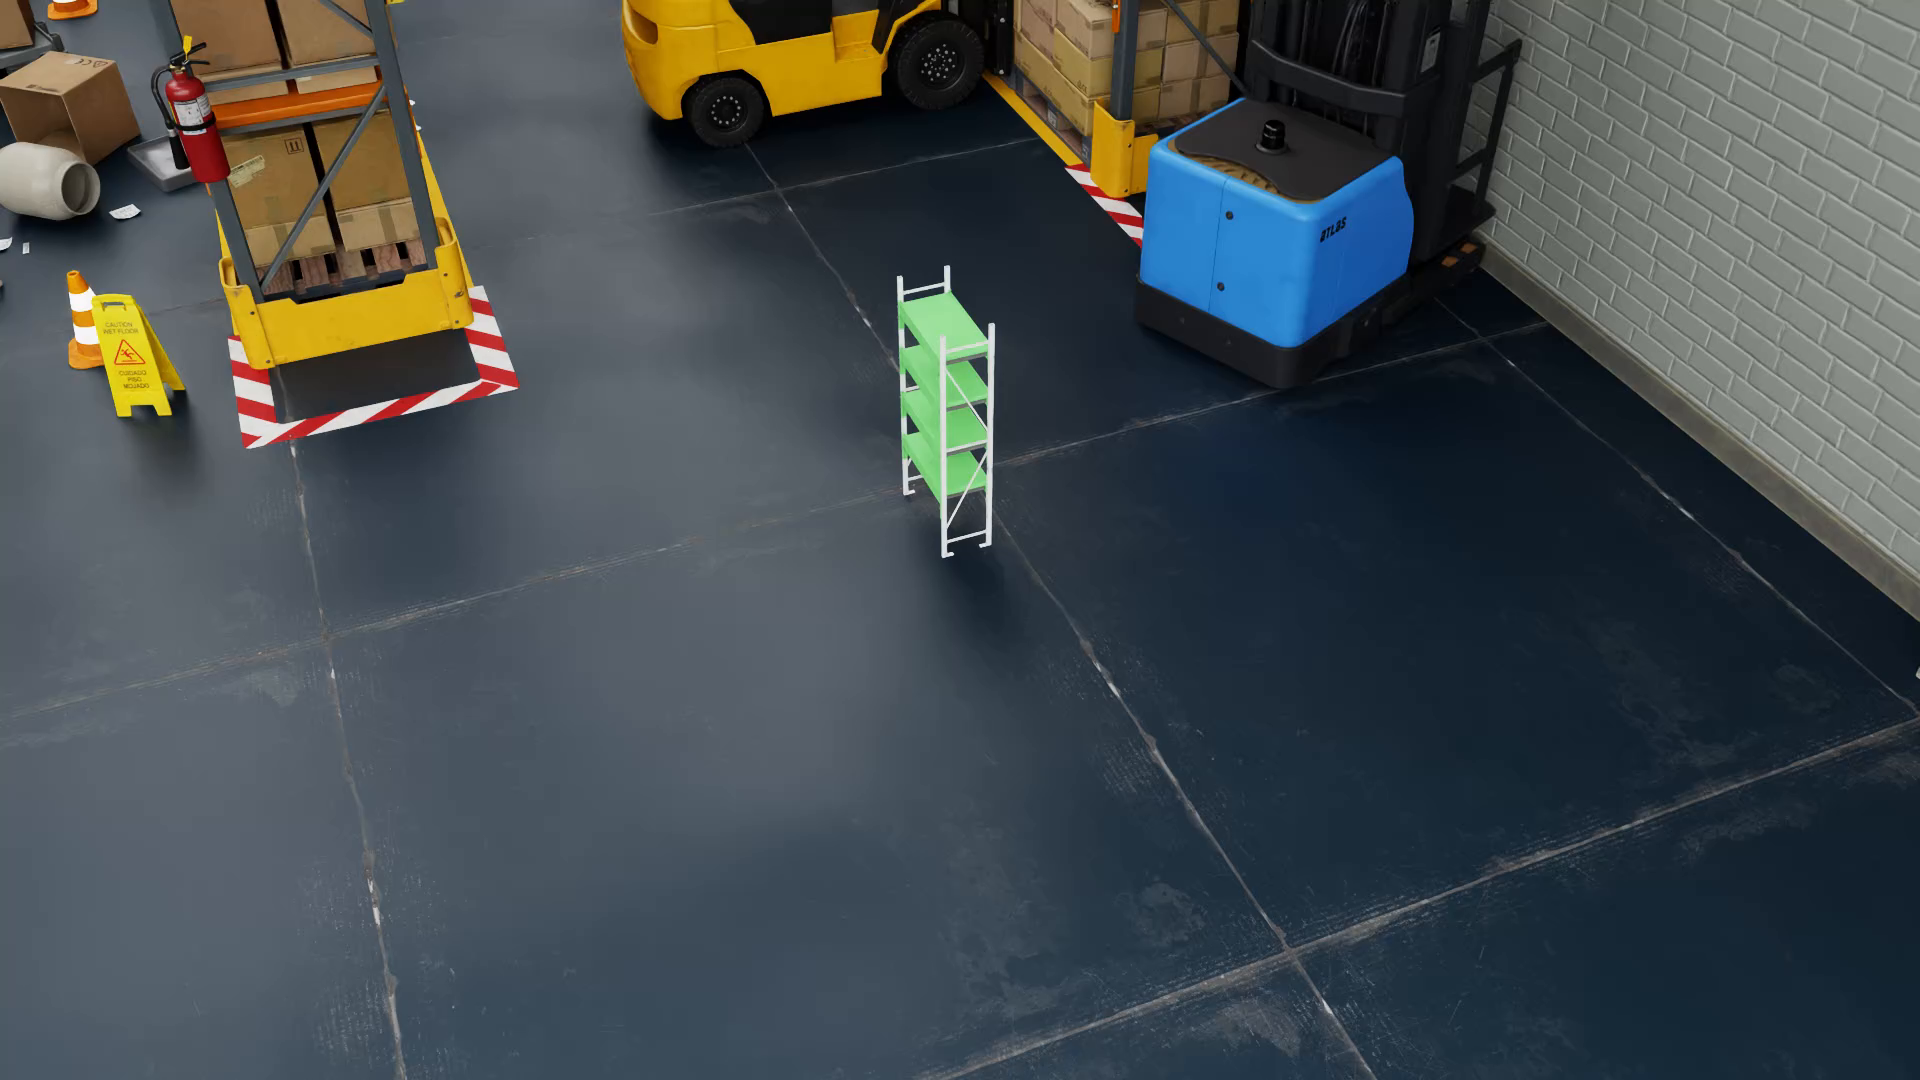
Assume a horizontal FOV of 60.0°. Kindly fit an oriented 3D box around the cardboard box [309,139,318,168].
[{"bbox_3d":[-4.158,-2.384,9.927,0.500,0.250,0.500,-17,43,-18],"label":"cardboard box"}]

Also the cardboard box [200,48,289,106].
[{"bbox_3d":[-3.545,-2.296,8.231,0.380,0.149,0.250,-14,43,-15],"label":"cardboard box"}]

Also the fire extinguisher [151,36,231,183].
[{"bbox_3d":[-3.586,-2.006,7.760,0.296,0.674,0.183,-15,43,-17],"label":"fire extinguisher"}]

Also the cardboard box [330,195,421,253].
[{"bbox_3d":[-3.257,-1.891,9.354,0.500,0.250,0.500,-15,43,-17],"label":"cardboard box"}]

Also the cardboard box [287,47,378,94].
[{"bbox_3d":[-3.143,-2.381,8.329,0.380,0.149,0.250,-15,43,-17],"label":"cardboard box"}]

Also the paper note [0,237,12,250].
[{"bbox_3d":[-5.591,-1.711,9.644,0.148,0.019,0.142,-2,41,-2],"label":"paper note"}]

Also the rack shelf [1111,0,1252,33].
[{"bbox_3d":[0.615,-4.392,11.027,1.077,0.370,4.000,-15,43,-17],"label":"rack shelf"}]

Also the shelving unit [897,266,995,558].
[{"bbox_3d":[-0.063,-0.555,7.393,0.258,1.200,0.503,-15,43,-17],"label":"shelving unit"}]

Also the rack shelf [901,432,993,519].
[{"bbox_3d":[-0.063,-0.324,7.592,0.258,0.148,0.480,-15,43,-17],"label":"rack shelf"}]

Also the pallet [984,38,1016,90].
[{"bbox_3d":[0.586,-3.587,11.678,1.003,0.211,1.213,-15,43,-17],"label":"pallet"}]

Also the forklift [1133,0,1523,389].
[{"bbox_3d":[2.321,-2.743,8.611,1.130,2.935,3.031,32,50,32],"label":"forklift"}]

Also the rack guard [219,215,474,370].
[{"bbox_3d":[-3.233,-1.318,8.817,1.175,0.500,0.348,-15,43,-17],"label":"rack guard"}]

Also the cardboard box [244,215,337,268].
[{"bbox_3d":[-3.771,-1.771,9.214,0.500,0.250,0.500,-15,43,-17],"label":"cardboard box"}]

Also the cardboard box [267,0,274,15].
[{"bbox_3d":[-3.917,-2.918,8.954,0.380,0.149,0.250,-15,43,-16],"label":"cardboard box"}]

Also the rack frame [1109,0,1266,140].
[{"bbox_3d":[1.380,-3.460,9.392,1.000,3.000,0.127,-15,43,-17],"label":"rack frame"}]

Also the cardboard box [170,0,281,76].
[{"bbox_3d":[-3.667,-2.628,8.120,0.500,0.500,0.500,-16,43,-18],"label":"cardboard box"}]

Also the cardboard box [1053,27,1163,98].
[{"bbox_3d":[0.905,-2.982,10.239,0.500,0.250,0.500,-16,43,-17],"label":"cardboard box"}]

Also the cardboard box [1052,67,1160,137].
[{"bbox_3d":[0.909,-2.781,10.389,0.500,0.250,0.500,-15,43,-17],"label":"cardboard box"}]

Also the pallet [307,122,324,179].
[{"bbox_3d":[-3.975,-2.440,10.344,1.003,0.211,1.213,-15,43,-17],"label":"pallet"}]

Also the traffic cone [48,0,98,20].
[{"bbox_3d":[-6.503,-4.065,12.041,0.336,0.463,0.334,-15,43,-17],"label":"traffic cone"}]

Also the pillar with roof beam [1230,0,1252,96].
[{"bbox_3d":[-2.031,-5.305,6.936,9.100,9.000,0.400,-15,43,-17],"label":"pillar with roof beam"}]

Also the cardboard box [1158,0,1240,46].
[{"bbox_3d":[1.371,-3.293,10.217,0.500,0.250,0.500,-16,43,-18],"label":"cardboard box"}]

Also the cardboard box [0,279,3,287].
[{"bbox_3d":[-5.572,-1.424,9.210,0.380,0.149,0.250,5,41,6],"label":"cardboard box"}]

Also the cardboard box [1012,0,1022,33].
[{"bbox_3d":[0.506,-3.592,10.949,0.500,0.250,0.500,-16,43,-18],"label":"cardboard box"}]

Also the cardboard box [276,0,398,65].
[{"bbox_3d":[-3.129,-2.725,8.232,0.500,0.500,0.500,-16,43,-18],"label":"cardboard box"}]

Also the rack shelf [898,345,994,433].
[{"bbox_3d":[-0.063,-0.688,7.279,0.258,0.148,0.480,-15,43,-17],"label":"rack shelf"}]

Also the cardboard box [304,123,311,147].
[{"bbox_3d":[-3.955,-2.352,9.314,0.500,0.500,0.500,-14,43,-15],"label":"cardboard box"}]

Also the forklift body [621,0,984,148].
[{"bbox_3d":[-1.031,-3.825,10.468,2.313,2.155,1.214,-15,43,-17],"label":"forklift body"}]

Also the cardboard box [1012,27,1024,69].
[{"bbox_3d":[0.544,-3.387,11.093,0.500,0.250,0.500,-15,43,-16],"label":"cardboard box"}]

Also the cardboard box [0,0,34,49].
[{"bbox_3d":[-6.368,-3.506,10.782,0.500,0.500,0.500,-15,43,-17],"label":"cardboard box"}]

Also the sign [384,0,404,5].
[{"bbox_3d":[-2.703,-2.683,7.824,0.100,0.325,0.005,-15,43,-17],"label":"sign"}]

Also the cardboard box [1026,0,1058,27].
[{"bbox_3d":[0.715,-3.462,10.413,0.500,0.250,0.500,-14,43,-16],"label":"cardboard box"}]

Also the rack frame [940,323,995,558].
[{"bbox_3d":[0.030,-0.408,7.222,0.240,1.200,0.015,-15,43,-17],"label":"rack frame"}]
